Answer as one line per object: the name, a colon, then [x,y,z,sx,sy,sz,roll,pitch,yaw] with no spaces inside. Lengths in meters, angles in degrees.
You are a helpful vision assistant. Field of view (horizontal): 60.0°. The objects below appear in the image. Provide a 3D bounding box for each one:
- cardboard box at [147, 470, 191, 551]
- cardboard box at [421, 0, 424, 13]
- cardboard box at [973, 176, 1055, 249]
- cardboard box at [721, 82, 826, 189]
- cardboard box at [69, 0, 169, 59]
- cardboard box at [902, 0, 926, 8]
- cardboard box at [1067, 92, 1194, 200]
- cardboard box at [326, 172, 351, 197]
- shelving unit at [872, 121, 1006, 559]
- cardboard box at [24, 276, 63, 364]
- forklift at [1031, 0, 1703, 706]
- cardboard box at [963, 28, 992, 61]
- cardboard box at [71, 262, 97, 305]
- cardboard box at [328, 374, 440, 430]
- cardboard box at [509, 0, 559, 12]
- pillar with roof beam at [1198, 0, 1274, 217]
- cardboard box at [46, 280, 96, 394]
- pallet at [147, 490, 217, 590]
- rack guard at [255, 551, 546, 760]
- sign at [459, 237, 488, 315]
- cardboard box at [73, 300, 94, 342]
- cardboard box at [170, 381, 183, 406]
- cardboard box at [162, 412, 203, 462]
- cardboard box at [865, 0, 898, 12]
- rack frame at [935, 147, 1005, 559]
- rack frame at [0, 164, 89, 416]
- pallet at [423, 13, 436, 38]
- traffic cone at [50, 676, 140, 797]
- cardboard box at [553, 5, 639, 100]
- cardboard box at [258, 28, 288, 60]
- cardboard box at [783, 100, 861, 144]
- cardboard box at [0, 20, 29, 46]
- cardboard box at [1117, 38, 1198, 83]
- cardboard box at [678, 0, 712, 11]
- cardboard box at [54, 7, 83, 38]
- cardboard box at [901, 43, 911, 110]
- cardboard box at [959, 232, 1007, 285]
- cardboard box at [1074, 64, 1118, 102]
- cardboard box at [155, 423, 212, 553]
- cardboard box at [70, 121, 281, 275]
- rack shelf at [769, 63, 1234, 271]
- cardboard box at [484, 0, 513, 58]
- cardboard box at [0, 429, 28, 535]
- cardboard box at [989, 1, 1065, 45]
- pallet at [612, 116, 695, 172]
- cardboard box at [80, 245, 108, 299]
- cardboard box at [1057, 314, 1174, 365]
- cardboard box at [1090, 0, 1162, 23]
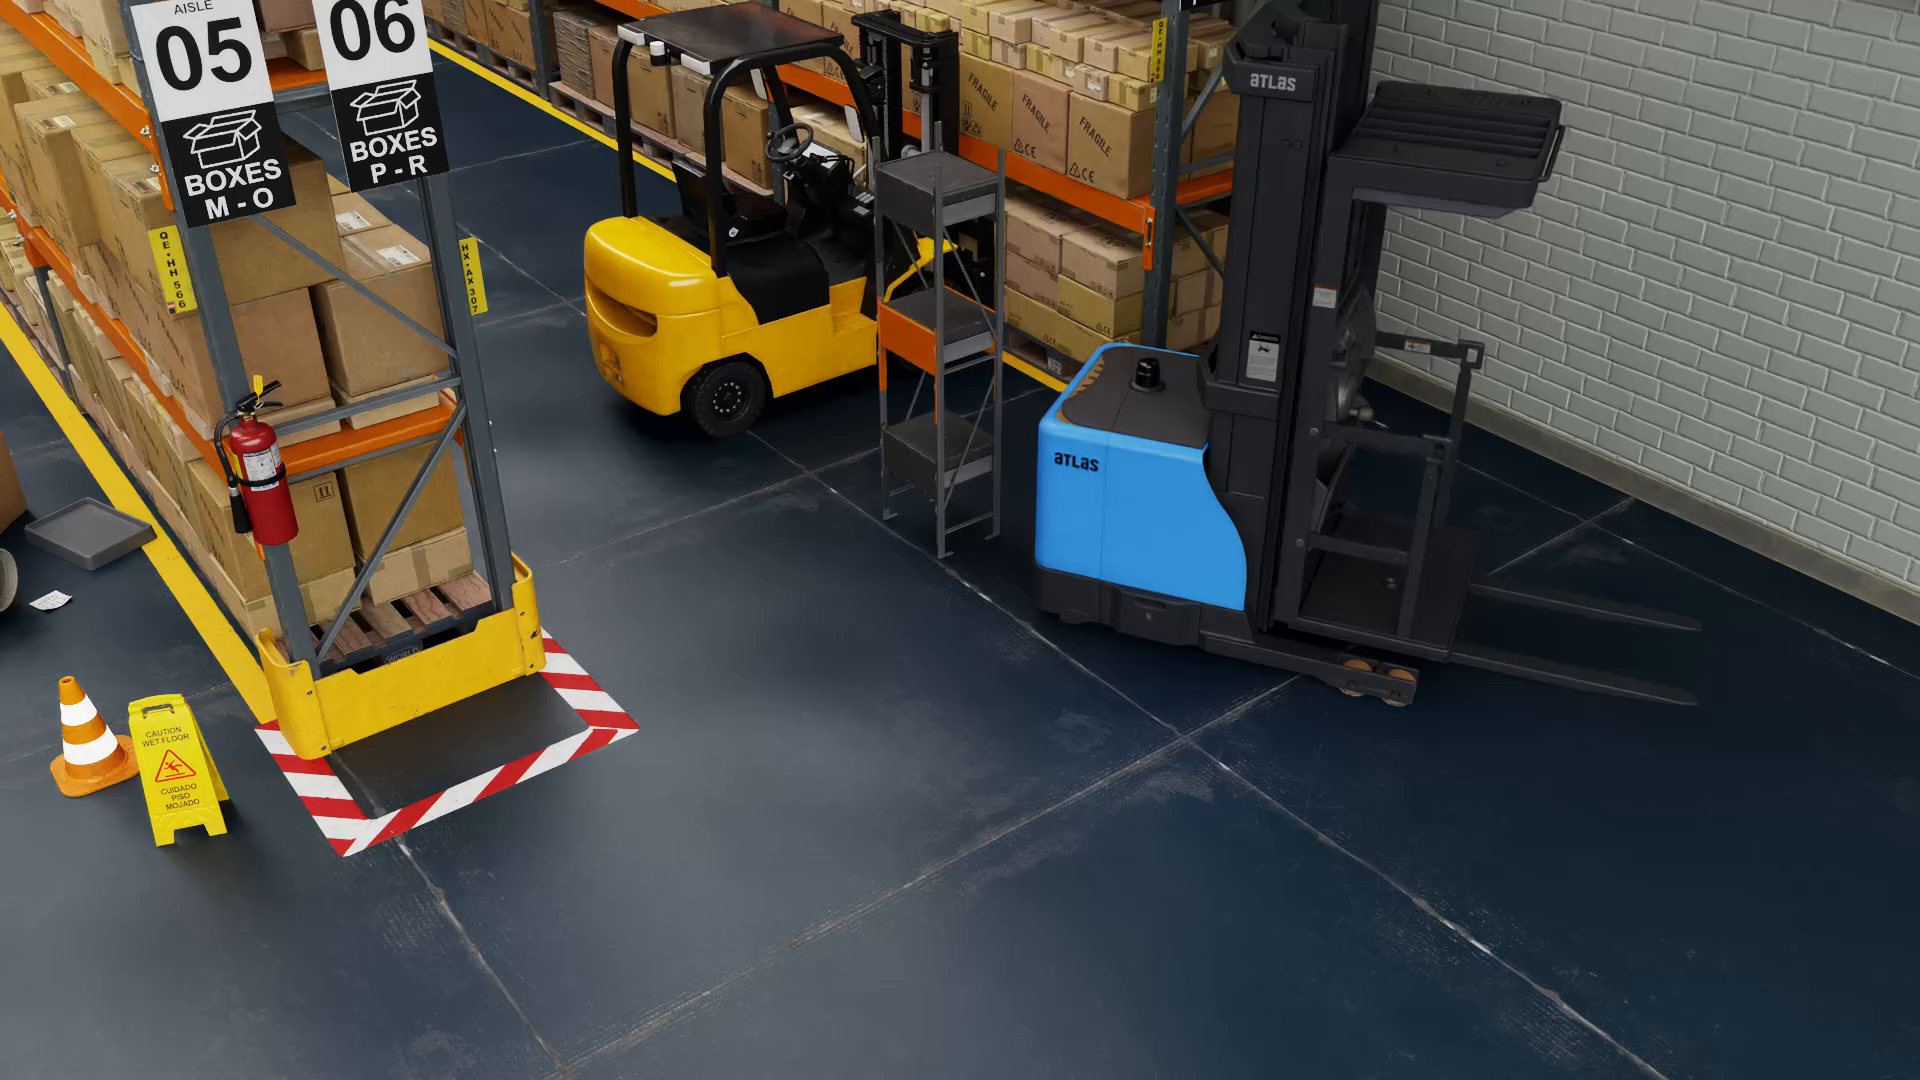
cardboard box: [-3.783,-0.230,8.485,0.500,0.250,0.500,-24,39,-33]
cardboard box: [-5.425,-5.767,17.163,0.500,0.500,0.500,-23,38,-32]
cardboard box: [0.317,-2.086,10.527,0.500,0.250,0.500,-22,38,-31]
cardboard box: [-1.301,-3.193,12.900,0.875,0.625,0.625,-20,37,-29]
cardboard box: [-2.965,-1.998,6.141,0.500,0.250,0.500,-23,38,-32]
cardboard box: [-0.158,-3.514,10.573,0.380,0.149,0.250,-22,38,-32]
cardboard box: [0.971,-2.305,9.523,0.500,0.500,0.500,-23,39,-32]
cardboard box: [-3.143,-1.418,7.813,0.500,0.500,0.500,-23,39,-32]
shelving unit: [-0.101,-0.961,8.307,0.431,2.100,0.503,-22,38,-31]
cardboard box: [-5.214,-1.482,10.385,0.950,0.372,0.625,-22,38,-31]
forklift: [1.914,-0.811,7.278,3.031,2.935,1.130,12,34,19]
cardboard box: [0.241,-3.041,10.094,0.380,0.149,0.250,-22,38,-31]
cardboard box: [-4.174,-1.324,8.277,0.380,0.149,0.250,-22,38,-31]
cardboard box: [-2.483,-0.637,7.170,0.380,0.149,0.250,-22,38,-31]
cardboard box: [-3.928,-4.992,15.302,0.380,0.149,0.250,-24,39,-34]
pillar with roof beam: [-1.635,-3.880,6.468,9.100,9.000,0.400,-22,38,-31]
cardboard box: [-4.742,-1.198,9.332,0.500,0.500,0.500,-20,37,-29]
pallet: [-3.699,-0.240,8.936,1.003,0.211,1.213,-22,38,-31]
rack guard: [-2.485,0.495,7.479,1.175,0.500,0.348,-22,38,-31]
sign: [-2.009,-1.078,6.822,0.100,0.325,0.005,-22,38,-31]
cardboard box: [-4.396,-1.188,8.702,0.380,0.149,0.250,-21,37,-30]
cardboard box: [-3.220,-0.698,7.269,0.380,0.149,0.250,-23,39,-32]
cardboard box: [-3.413,-0.520,7.627,0.380,0.149,0.250,-21,38,-30]
cardboard box: [-0.390,-3.466,10.778,0.380,0.149,0.250,-23,38,-32]
rack frame: [0.048,-0.859,8.143,0.400,2.100,0.015,-22,38,-31]
rack frame: [-4.891,-2.202,9.452,1.000,3.000,0.127,-22,38,-31]
pallet: [-5.349,-5.632,17.618,1.003,0.211,1.213,-22,38,-31]
traffic cone: [-3.721,0.781,7.054,0.336,0.463,0.334,-22,38,-31]
cardboard box: [-3.053,-4.382,14.815,0.875,0.625,0.625,-21,38,-30]
cardboard box: [-2.617,-2.026,6.564,0.380,0.149,0.250,-24,39,-33]
cardboard box: [-0.923,-2.941,11.903,0.500,0.250,0.500,-23,39,-32]
cardboard box: [-4.496,-2.322,8.321,0.700,0.500,0.500,-22,38,-31]
cardboard box: [1.095,-2.668,9.211,0.380,0.149,0.250,-22,38,-31]
cardboard box: [-1.801,-4.079,12.616,0.500,0.250,0.500,-23,38,-32]
cardboard box: [-3.485,-2.191,6.830,0.380,0.149,0.250,-23,38,-32]
cardboard box: [-0.262,-3.160,10.900,0.500,0.500,0.500,-23,38,-32]
cardboard box: [0.303,-1.888,10.680,0.500,0.250,0.500,-23,39,-32]
cardboard box: [0.867,-2.611,9.401,0.380,0.149,0.250,-22,38,-31]
cardboard box: [-3.458,-0.330,7.935,0.500,0.500,0.500,-21,37,-30]
cardboard box: [-3.228,-1.484,6.972,0.700,0.500,0.500,-22,38,-31]
rack shelf: [0.254,-2.670,10.888,1.077,0.370,4.000,-22,38,-31]
cardboard box: [-4.153,-4.912,15.786,0.500,0.500,0.500,-23,39,-32]
cardboard box: [-5.309,-0.254,8.683,0.500,0.500,0.500,1,32,2]
cardboard box: [0.396,-3.061,9.844,0.380,0.149,0.250,-21,38,-30]
pallet: [-2.207,-3.428,14.069,1.003,0.211,1.213,-22,38,-31]
cardboard box: [-3.892,-1.478,7.910,0.500,0.500,0.500,-22,38,-31]
cardboard box: [0.943,-1.246,10.122,0.500,0.250,0.500,-22,38,-31]
cardboard box: [0.997,-3.129,9.954,0.380,0.149,0.250,-22,38,-31]
